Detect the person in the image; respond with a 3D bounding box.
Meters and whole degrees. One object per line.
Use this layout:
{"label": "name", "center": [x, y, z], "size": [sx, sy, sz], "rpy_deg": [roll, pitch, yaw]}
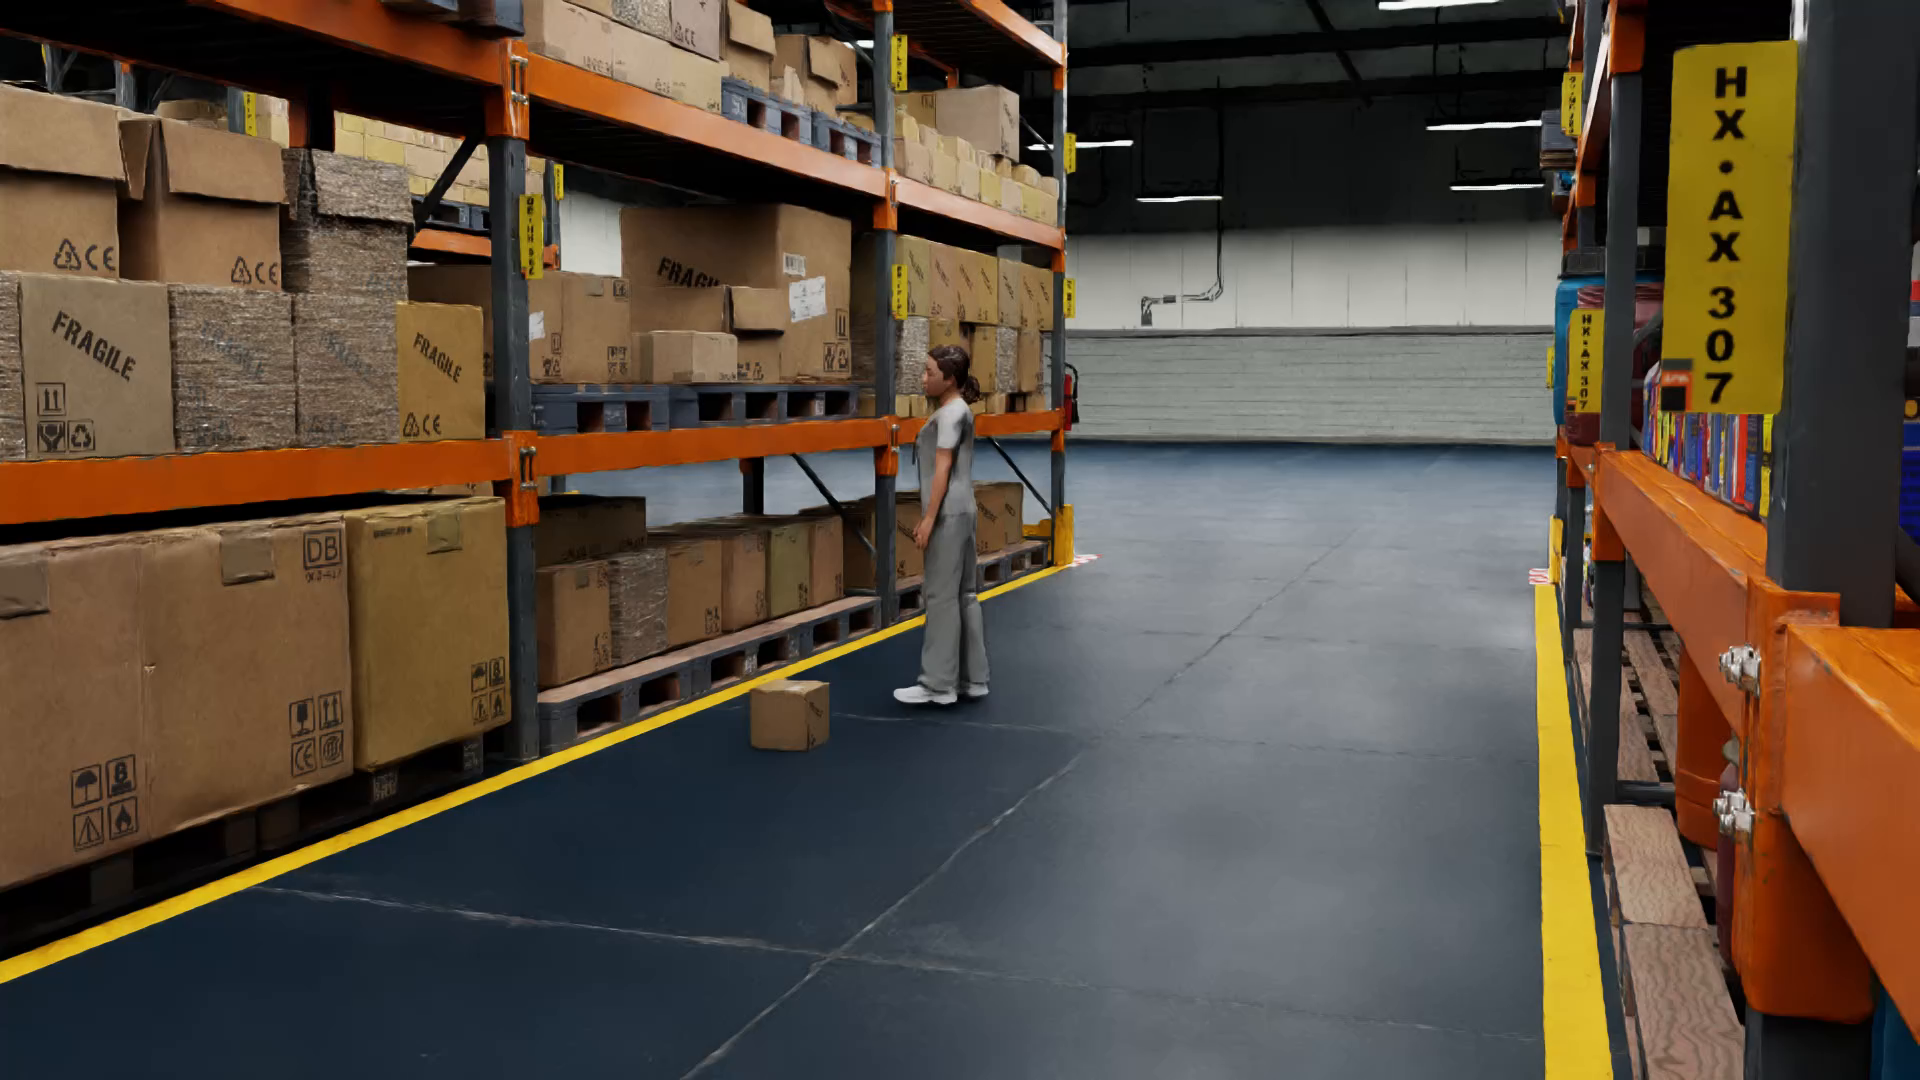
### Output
{"label": "person", "center": [-0.087, -0.075, 7.796], "size": [0.441, 1.677, 0.583], "rpy_deg": [1, 5, 6]}
